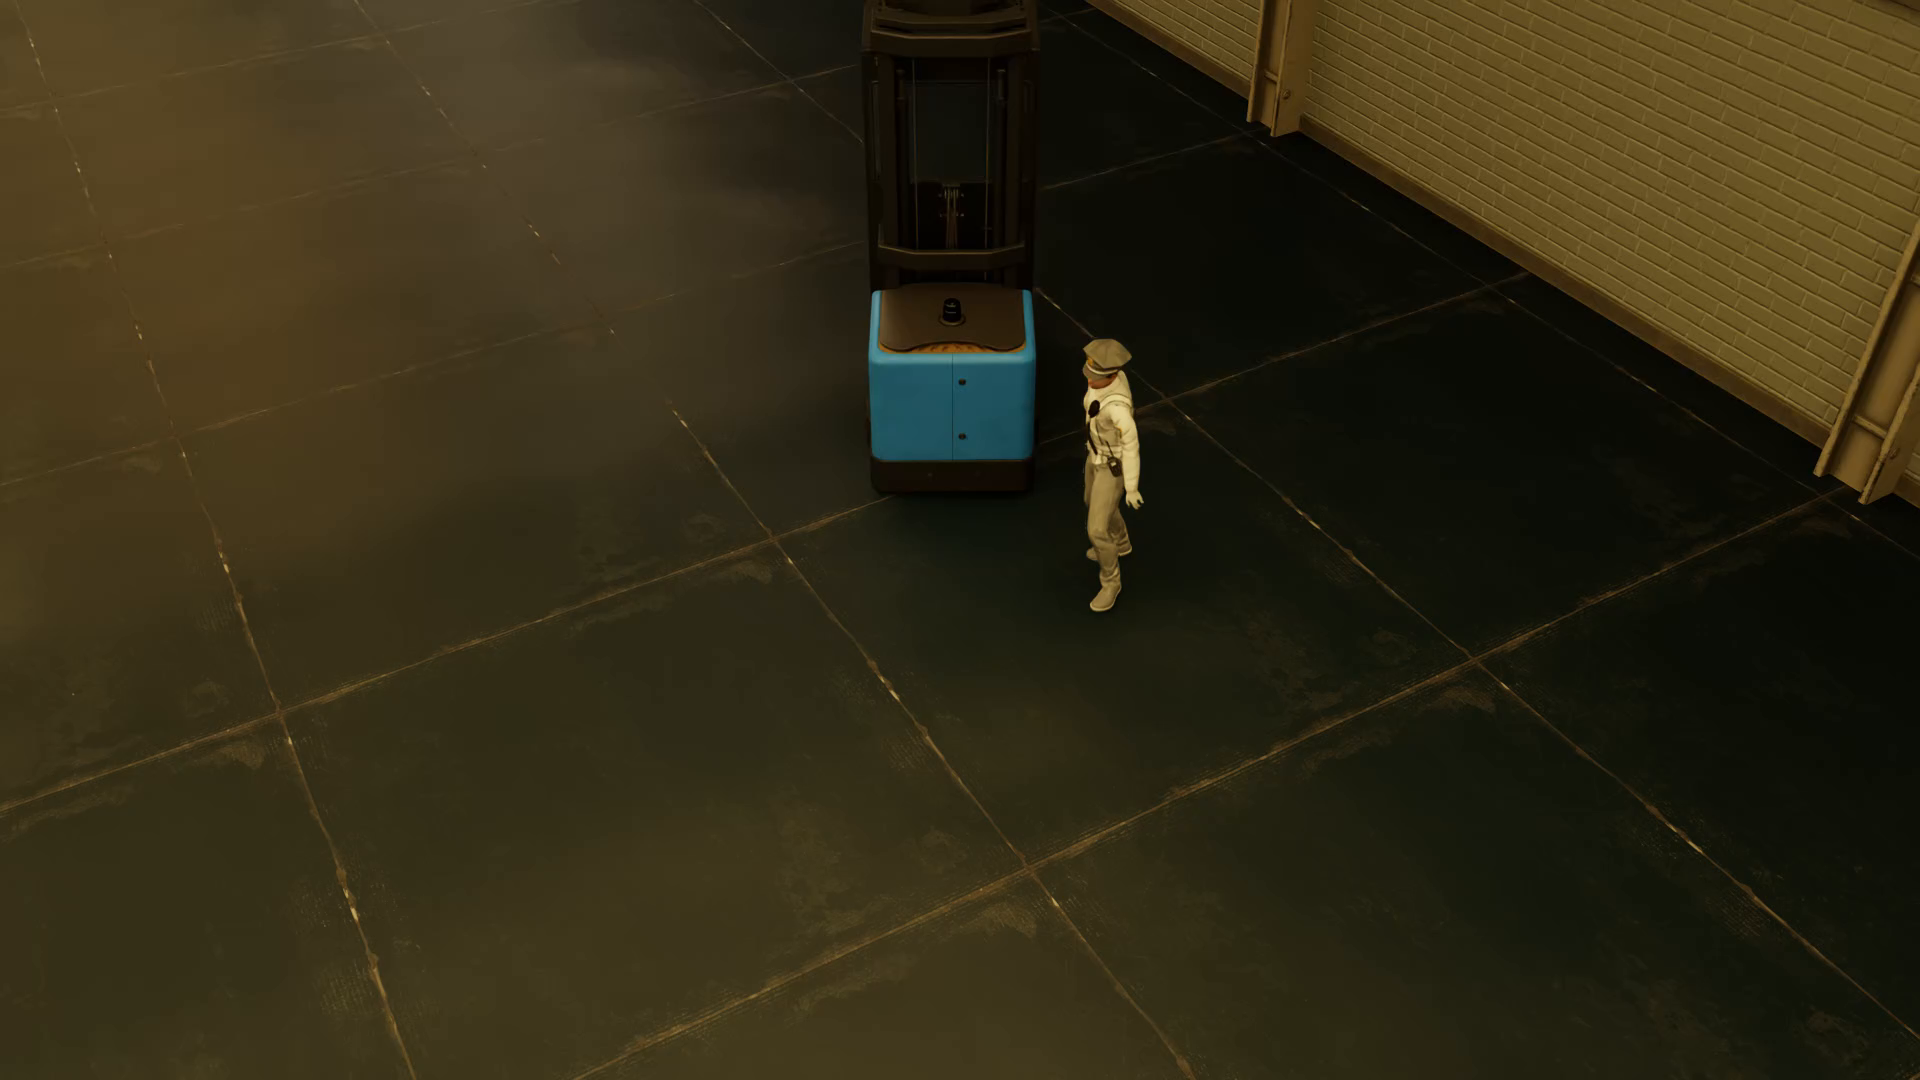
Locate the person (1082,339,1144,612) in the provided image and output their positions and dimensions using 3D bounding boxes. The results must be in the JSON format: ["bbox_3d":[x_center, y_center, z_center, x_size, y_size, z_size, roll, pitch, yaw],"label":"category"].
[{"bbox_3d":[0.869,-0.442,9.608,0.408,1.639,0.803,-5,40,-6],"label":"person"}]

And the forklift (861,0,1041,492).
[{"bbox_3d":[-0.058,-2.349,10.868,1.130,2.935,3.031,0,40,0],"label":"forklift"}]
